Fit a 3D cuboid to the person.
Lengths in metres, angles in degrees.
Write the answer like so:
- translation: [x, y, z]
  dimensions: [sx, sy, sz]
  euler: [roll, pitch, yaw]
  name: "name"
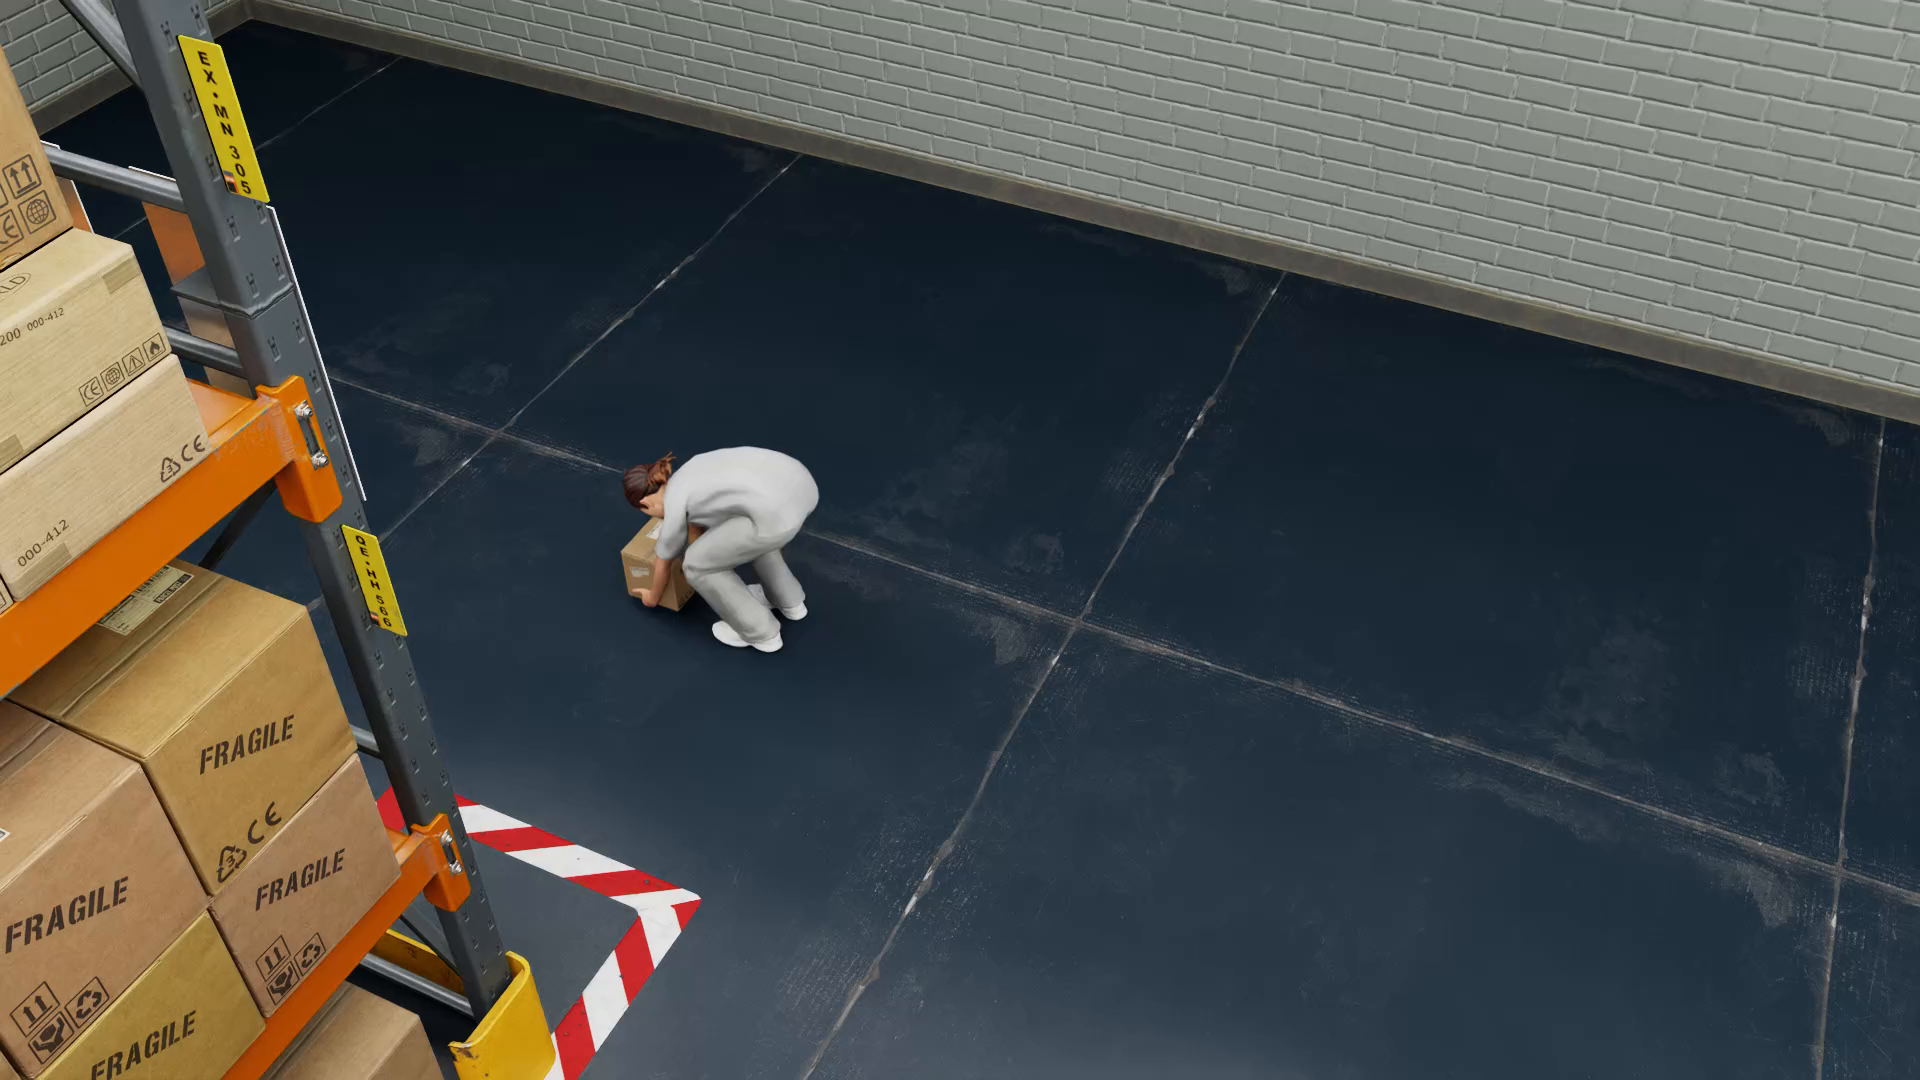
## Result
- translation: [-0.977, -0.014, 6.768]
  dimensions: [0.849, 0.880, 0.472]
  euler: [15, 44, 16]
  name: "person"
